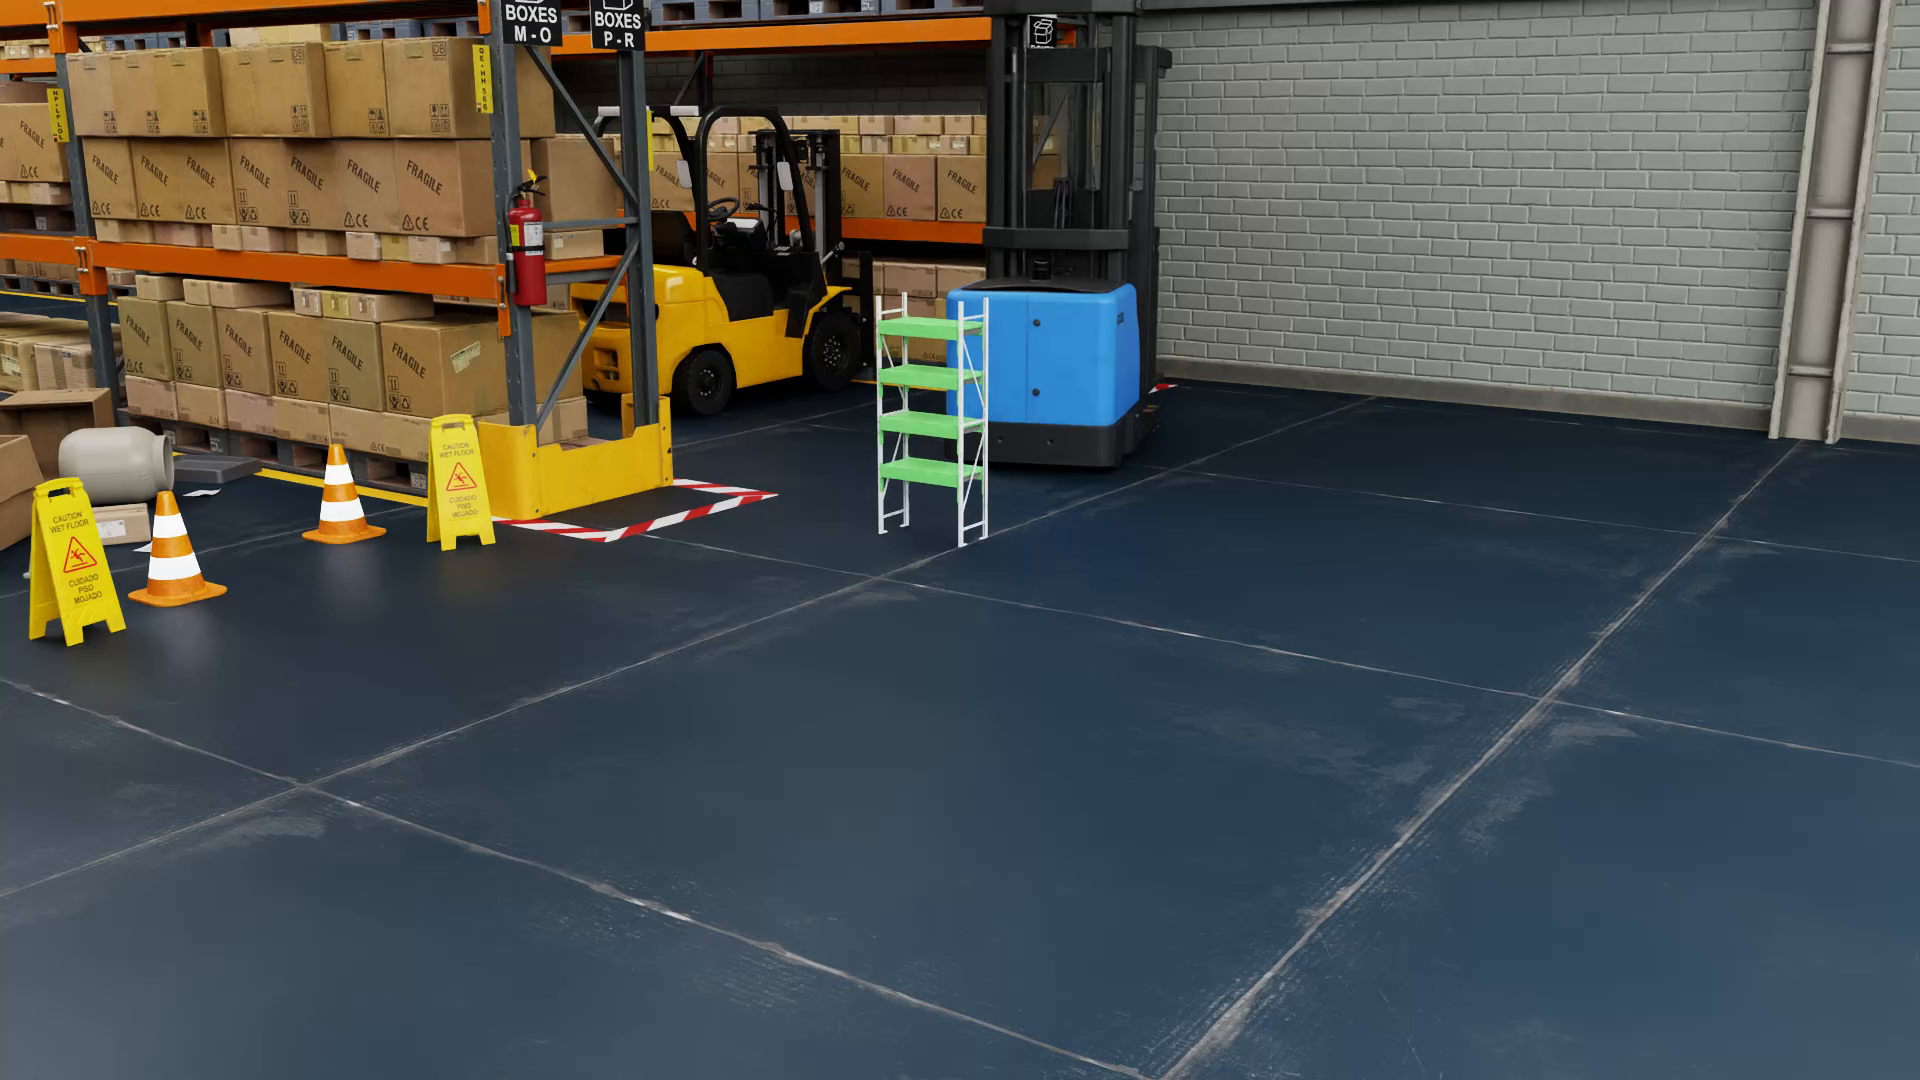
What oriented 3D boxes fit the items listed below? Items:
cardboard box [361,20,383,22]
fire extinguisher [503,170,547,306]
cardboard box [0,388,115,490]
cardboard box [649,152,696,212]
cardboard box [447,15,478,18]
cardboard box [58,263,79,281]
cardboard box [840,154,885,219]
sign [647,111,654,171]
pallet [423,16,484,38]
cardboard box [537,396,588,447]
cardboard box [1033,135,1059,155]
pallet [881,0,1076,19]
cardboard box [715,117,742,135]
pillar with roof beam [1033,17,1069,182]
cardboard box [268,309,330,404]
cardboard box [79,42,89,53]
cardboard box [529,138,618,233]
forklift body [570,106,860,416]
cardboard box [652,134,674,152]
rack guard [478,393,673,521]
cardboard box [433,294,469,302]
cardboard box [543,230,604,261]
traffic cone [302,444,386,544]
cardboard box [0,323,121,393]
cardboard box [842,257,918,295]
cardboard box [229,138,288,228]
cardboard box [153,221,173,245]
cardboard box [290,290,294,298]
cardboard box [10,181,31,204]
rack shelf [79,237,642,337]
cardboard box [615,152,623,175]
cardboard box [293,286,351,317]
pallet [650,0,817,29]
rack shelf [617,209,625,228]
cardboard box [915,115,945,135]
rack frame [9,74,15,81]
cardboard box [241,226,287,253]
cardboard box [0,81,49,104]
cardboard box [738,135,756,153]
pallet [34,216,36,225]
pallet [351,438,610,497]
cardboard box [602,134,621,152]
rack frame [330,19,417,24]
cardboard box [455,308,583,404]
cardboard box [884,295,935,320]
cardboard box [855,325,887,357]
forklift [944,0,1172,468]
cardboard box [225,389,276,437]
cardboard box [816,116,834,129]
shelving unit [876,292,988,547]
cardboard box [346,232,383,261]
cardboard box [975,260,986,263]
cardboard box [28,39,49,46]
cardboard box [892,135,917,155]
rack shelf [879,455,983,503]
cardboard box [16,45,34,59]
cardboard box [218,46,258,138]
[{"bbox_3d":[-6.083,-5.418,17.208,0.250,0.149,0.380,9,17,33],"label":"cardboard box"},{"bbox_3d":[-2.205,-1.537,8.450,0.183,0.674,0.296,9,17,33],"label":"fire extinguisher"},{"bbox_3d":[-5.232,-0.591,9.665,0.500,0.500,0.500,-4,14,-16],"label":"cardboard box"},{"bbox_3d":[-2.372,-3.145,14.578,0.500,0.500,0.500,9,16,31],"label":"cardboard box"},{"bbox_3d":[-4.974,-5.308,15.992,0.500,0.500,0.700,9,16,32],"label":"cardboard box"},{"bbox_3d":[-10.548,-3.445,20.327,0.500,0.500,0.700,8,16,31],"label":"cardboard box"},{"bbox_3d":[-0.681,-2.874,13.483,0.500,0.500,0.500,9,16,32],"label":"cardboard box"},{"bbox_3d":[-1.740,-2.210,9.207,0.005,0.325,0.100,9,17,33],"label":"sign"},{"bbox_3d":[-4.371,-4.887,15.971,1.213,0.211,1.003,10,17,35],"label":"pallet"},{"bbox_3d":[-2.558,-0.714,9.814,0.500,0.250,0.500,9,17,32],"label":"cardboard box"},{"bbox_3d":[0.588,-3.132,13.177,0.250,0.149,0.380,9,16,31],"label":"cardboard box"},{"bbox_3d":[0.152,-4.185,12.928,1.213,0.211,1.003,9,17,33],"label":"pallet"},{"bbox_3d":[-1.855,-3.510,14.082,0.250,0.149,0.380,10,17,34],"label":"cardboard box"},{"bbox_3d":[-1.753,-4.999,9.789,0.400,9.000,9.100,9,17,33],"label":"pillar with roof beam"},{"bbox_3d":[-3.703,-1.109,9.847,0.500,0.500,0.500,9,16,32],"label":"cardboard box"},{"bbox_3d":[-9.897,-5.638,19.137,0.250,0.149,0.380,9,17,33],"label":"cardboard box"},{"bbox_3d":[-2.281,-1.993,9.306,0.500,0.500,0.500,9,16,32],"label":"cardboard box"},{"bbox_3d":[-1.867,-2.150,12.534,1.214,2.155,2.313,9,17,33],"label":"forklift body"},{"bbox_3d":[-2.477,-3.476,14.567,0.250,0.149,0.380,9,16,32],"label":"cardboard box"},{"bbox_3d":[-2.106,-0.478,9.215,0.348,0.500,1.175,9,17,33],"label":"rack guard"},{"bbox_3d":[-4.857,-2.623,16.746,0.625,0.625,0.875,10,17,35],"label":"cardboard box"},{"bbox_3d":[-2.209,-1.647,9.255,0.250,0.149,0.380,9,17,33],"label":"cardboard box"},{"bbox_3d":[-3.119,-0.251,8.373,0.334,0.463,0.336,9,17,33],"label":"traffic cone"},{"bbox_3d":[-6.397,-1.312,11.975,0.625,0.372,0.950,10,17,36],"label":"cardboard box"},{"bbox_3d":[-0.683,-2.159,13.569,0.500,0.250,0.500,9,17,34],"label":"cardboard box"},{"bbox_3d":[-3.883,-2.100,9.737,0.500,0.500,0.500,9,17,33],"label":"cardboard box"},{"bbox_3d":[-4.803,-1.937,10.428,0.250,0.149,0.380,9,17,33],"label":"cardboard box"},{"bbox_3d":[-4.298,-1.358,10.852,0.500,0.500,0.500,10,17,34],"label":"cardboard box"},{"bbox_3d":[-6.152,-2.353,11.234,0.250,0.149,0.380,9,16,31],"label":"cardboard box"},{"bbox_3d":[-3.702,-1.601,10.044,4.000,0.370,1.077,9,17,33],"label":"rack shelf"},{"bbox_3d":[-3.145,-3.393,15.059,0.500,0.250,0.500,9,16,32],"label":"cardboard box"},{"bbox_3d":[-3.619,-1.391,9.637,0.250,0.149,0.380,10,17,35],"label":"cardboard box"},{"bbox_3d":[-1.872,-4.512,14.250,1.213,0.211,1.003,9,17,33],"label":"pallet"},{"bbox_3d":[-4.254,-3.127,16.211,4.000,0.370,1.077,9,17,33],"label":"rack shelf"},{"bbox_3d":[-0.144,-3.242,13.001,0.250,0.149,0.380,10,17,34],"label":"cardboard box"},{"bbox_3d":[-12.552,-4.818,21.542,0.127,3.000,1.000,9,17,33],"label":"rack frame"},{"bbox_3d":[-3.998,-1.788,9.828,0.250,0.149,0.380,9,17,33],"label":"cardboard box"},{"bbox_3d":[-6.450,-3.036,11.296,0.250,0.149,0.380,9,16,31],"label":"cardboard box"},{"bbox_3d":[-1.649,-3.329,13.972,0.250,0.149,0.380,9,17,32],"label":"cardboard box"},{"bbox_3d":[-7.015,-2.404,12.192,1.213,0.211,1.003,9,17,33],"label":"pallet"},{"bbox_3d":[-2.760,-0.454,9.719,1.213,0.211,1.003,9,17,33],"label":"pallet"},{"bbox_3d":[-3.002,-3.573,14.957,0.250,0.149,0.380,10,17,35],"label":"cardboard box"},{"bbox_3d":[-5.914,-6.657,16.487,0.127,3.000,1.000,9,17,33],"label":"rack frame"},{"bbox_3d":[-2.578,-1.081,9.736,0.500,0.500,0.500,9,16,31],"label":"cardboard box"},{"bbox_3d":[-0.264,-1.856,13.386,0.500,0.250,0.500,9,17,32],"label":"cardboard box"},{"bbox_3d":[-0.659,-1.678,13.709,0.500,0.250,0.500,9,17,33],"label":"cardboard box"},{"bbox_3d":[0.769,-2.158,10.942,1.130,2.935,3.031,4,14,14],"label":"forklift"},{"bbox_3d":[-4.132,-0.814,10.218,0.500,0.250,0.500,9,16,32],"label":"cardboard box"},{"bbox_3d":[-0.966,-3.390,13.599,0.250,0.149,0.380,9,17,34],"label":"cardboard box"},{"bbox_3d":[-0.137,-0.605,8.269,0.503,1.200,0.258,9,17,33],"label":"shelving unit"},{"bbox_3d":[-3.176,-1.646,9.254,0.250,0.149,0.380,10,17,34],"label":"cardboard box"},{"bbox_3d":[0.431,-2.128,13.447,0.500,0.250,0.500,9,16,32],"label":"cardboard box"},{"bbox_3d":[-10.629,-5.962,19.616,0.500,0.250,0.500,10,17,34],"label":"cardboard box"},{"bbox_3d":[-0.329,-3.137,13.194,0.250,0.149,0.380,9,17,32],"label":"cardboard box"},{"bbox_3d":[-0.137,-0.310,8.342,0.480,0.148,0.258,9,17,33],"label":"rack shelf"},{"bbox_3d":[-10.990,-5.805,19.812,0.250,0.149,0.380,10,17,34],"label":"cardboard box"},{"bbox_3d":[-3.821,-2.597,9.663,0.500,0.500,0.700,9,17,32],"label":"cardboard box"}]
